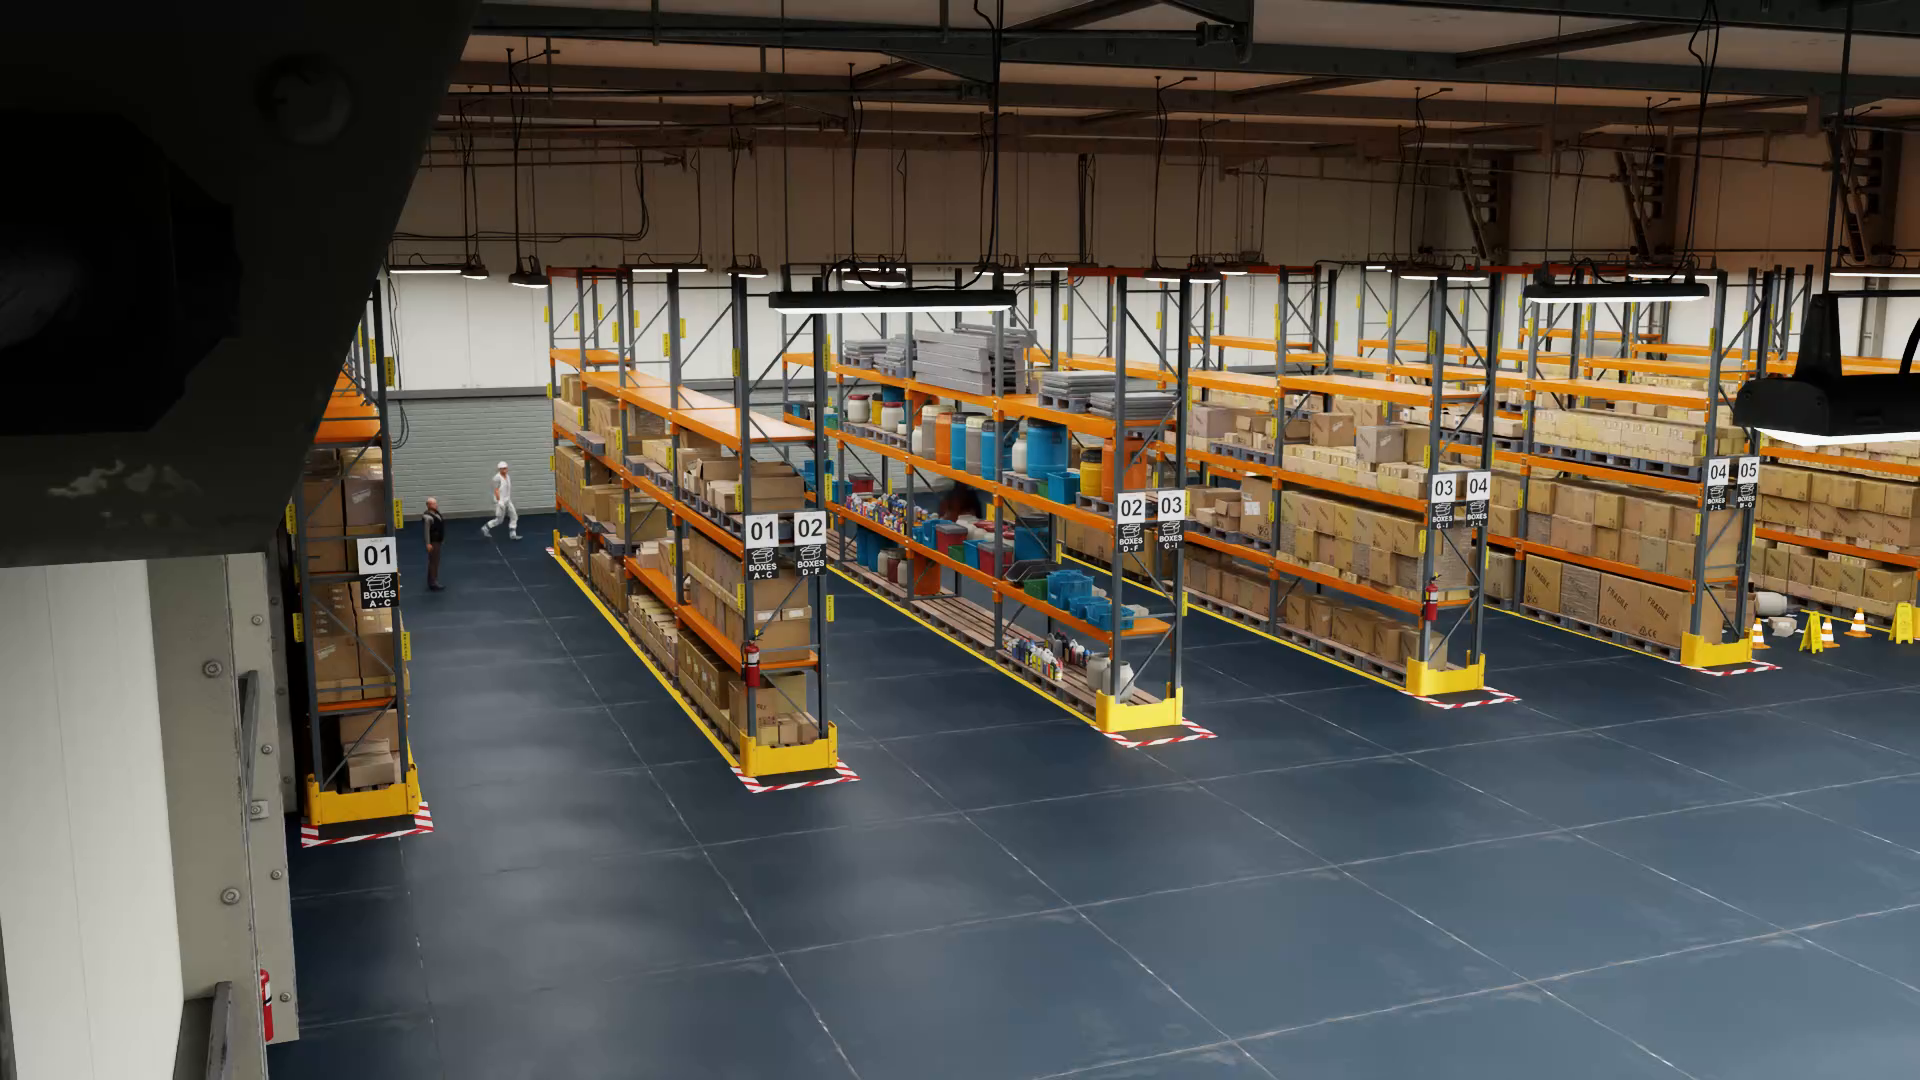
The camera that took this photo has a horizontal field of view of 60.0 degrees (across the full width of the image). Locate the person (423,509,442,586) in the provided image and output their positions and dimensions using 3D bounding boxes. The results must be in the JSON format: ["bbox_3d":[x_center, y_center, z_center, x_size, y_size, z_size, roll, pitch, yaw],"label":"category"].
[{"bbox_3d":[-9.908,0.117,31.336,0.354,1.475,0.542,-3,10,-17],"label":"person"}]

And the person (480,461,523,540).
[{"bbox_3d":[-10.090,-0.860,36.499,0.902,1.742,0.574,1,10,7],"label":"person"}]
